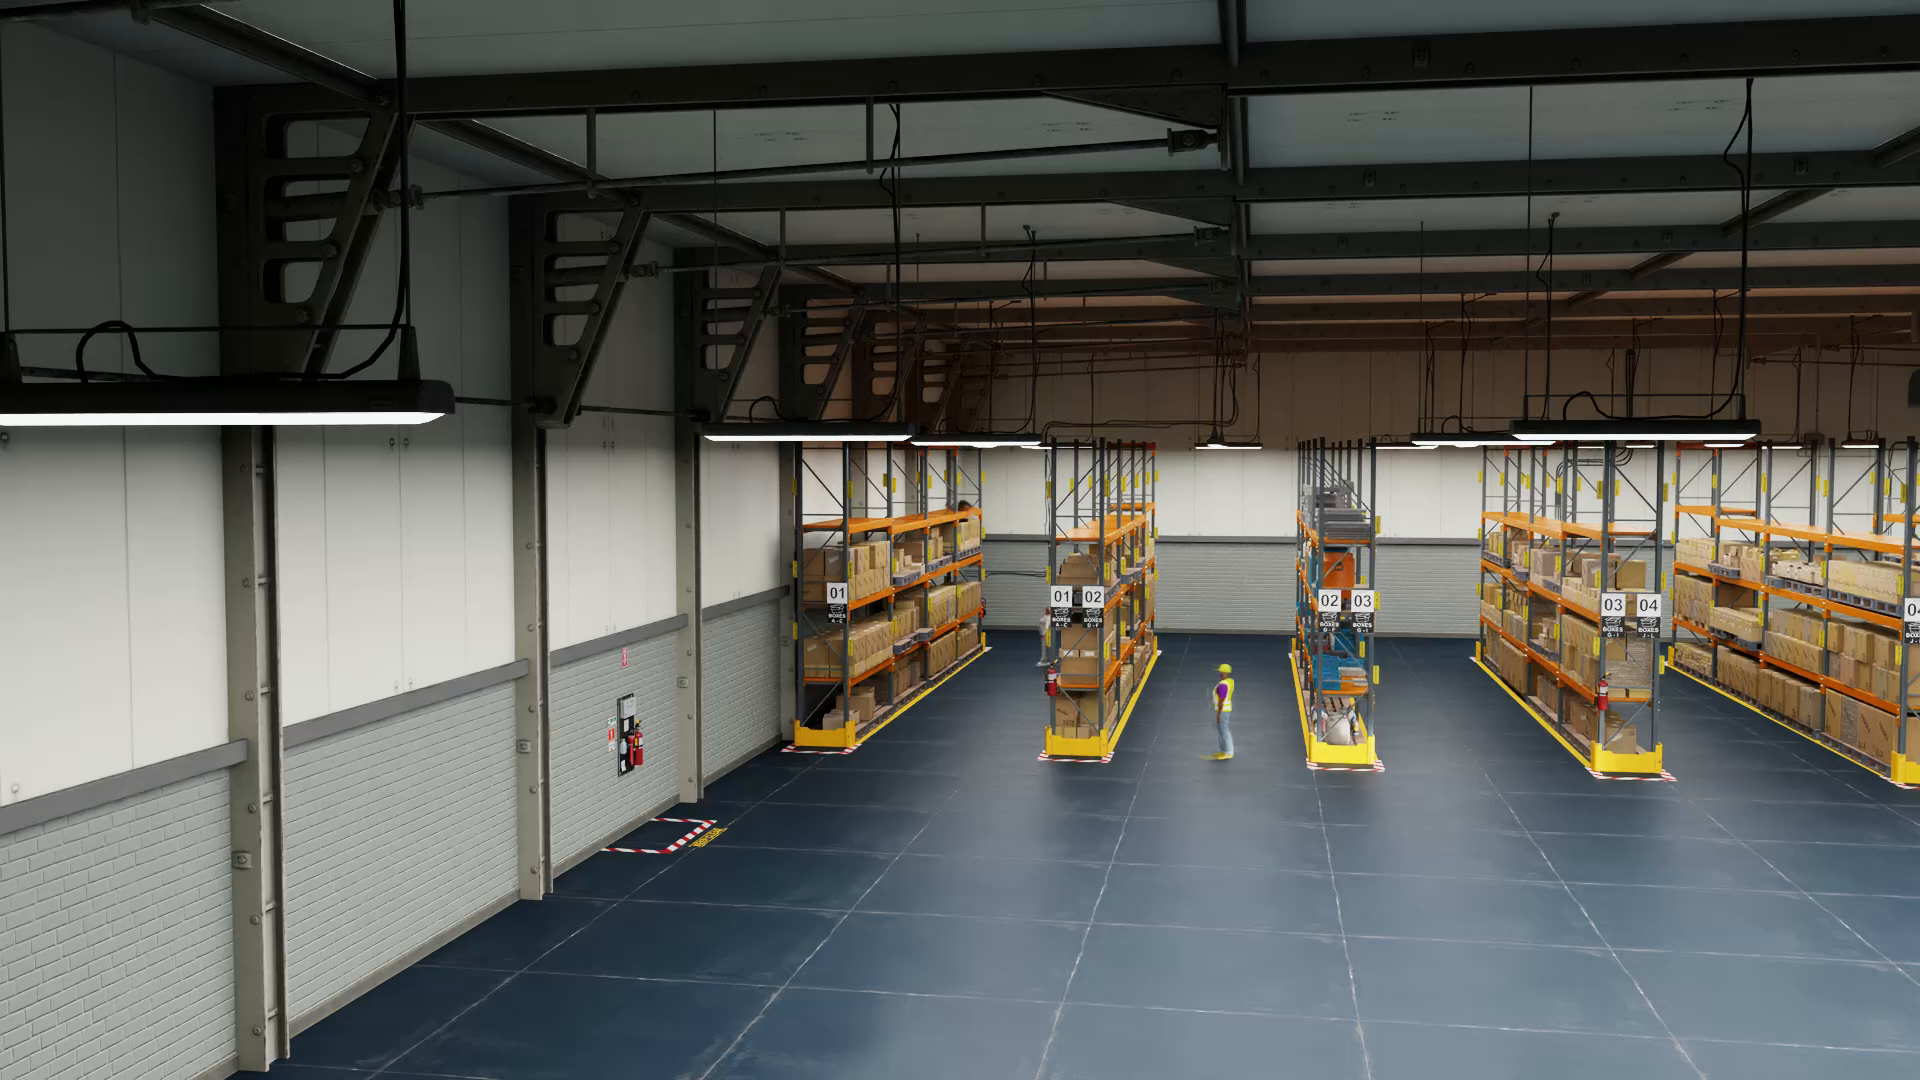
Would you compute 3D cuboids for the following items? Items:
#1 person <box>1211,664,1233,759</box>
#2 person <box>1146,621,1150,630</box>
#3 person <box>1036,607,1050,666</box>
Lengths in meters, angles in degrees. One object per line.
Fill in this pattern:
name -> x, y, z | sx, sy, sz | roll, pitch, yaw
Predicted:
person -> 4.905, 3.195, 31.068 | 0.401, 1.778, 0.706 | 0, 3, 3
person -> 5.325, 2.340, 48.253 | 0.530, 1.678, 0.429 | 0, 3, 1
person -> 2.207, 2.582, 44.639 | 0.532, 1.568, 0.434 | -1, 3, -21
